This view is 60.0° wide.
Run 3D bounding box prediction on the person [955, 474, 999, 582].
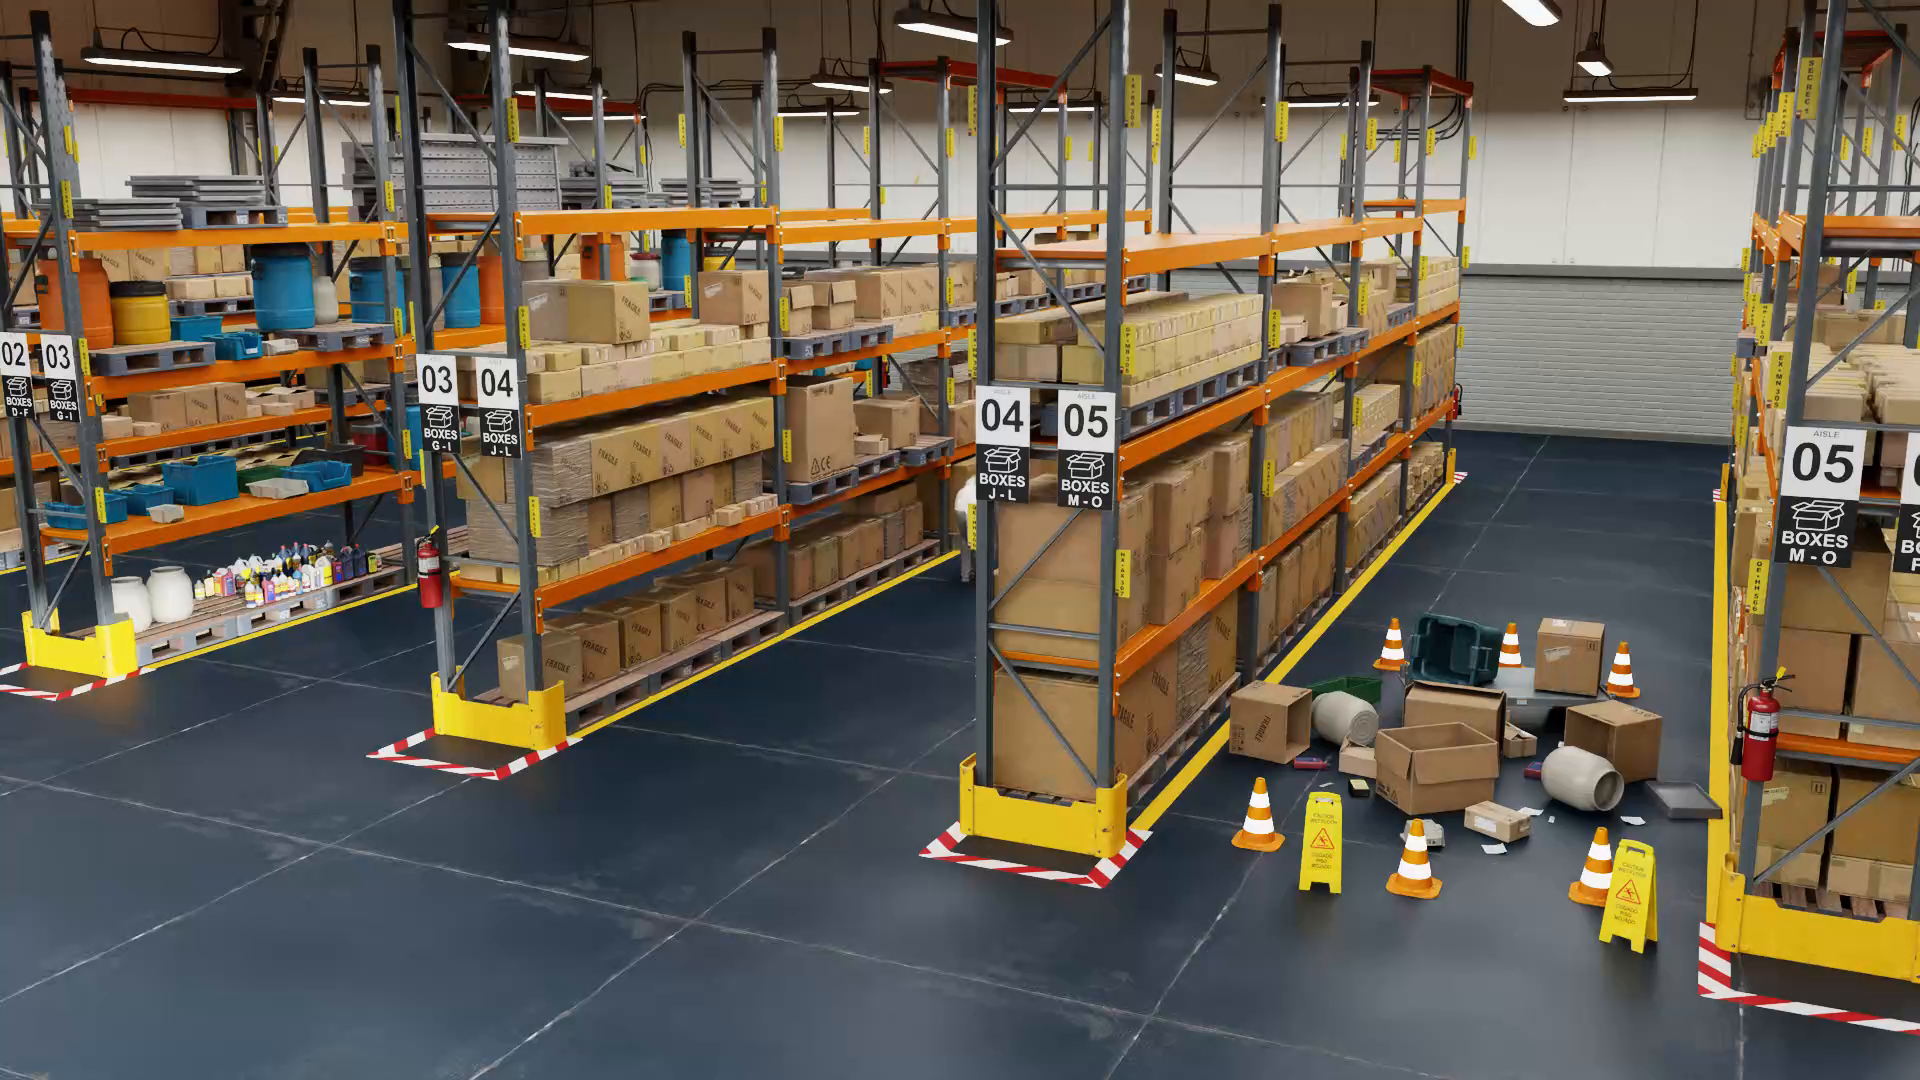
[{"bbox_3d":[0.253,-0.218,19.425,0.474,1.352,0.936,5,13,22],"label":"person"}]
